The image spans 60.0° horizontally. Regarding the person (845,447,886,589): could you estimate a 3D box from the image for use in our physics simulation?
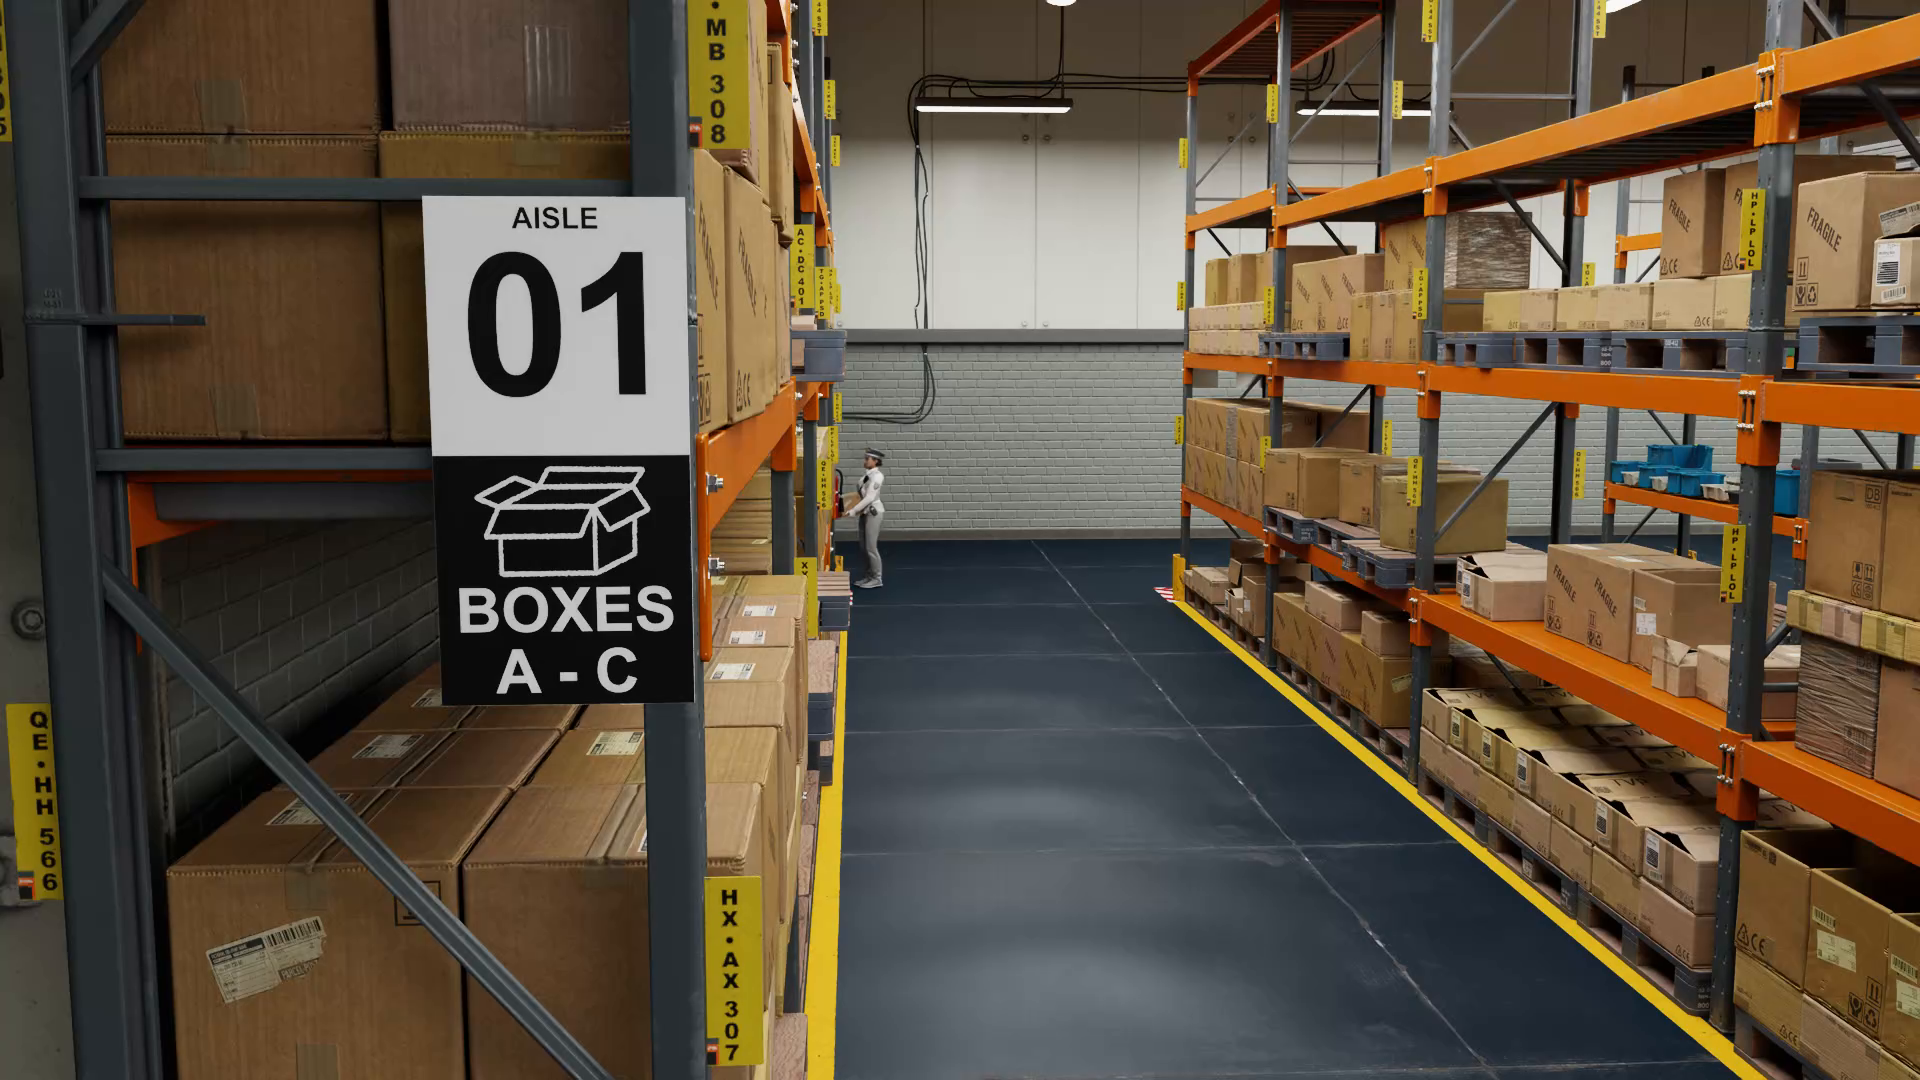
[{"bbox_3d":[-1.157,-0.273,19.900,0.539,1.690,0.456,-3,7,-21],"label":"person"}]
